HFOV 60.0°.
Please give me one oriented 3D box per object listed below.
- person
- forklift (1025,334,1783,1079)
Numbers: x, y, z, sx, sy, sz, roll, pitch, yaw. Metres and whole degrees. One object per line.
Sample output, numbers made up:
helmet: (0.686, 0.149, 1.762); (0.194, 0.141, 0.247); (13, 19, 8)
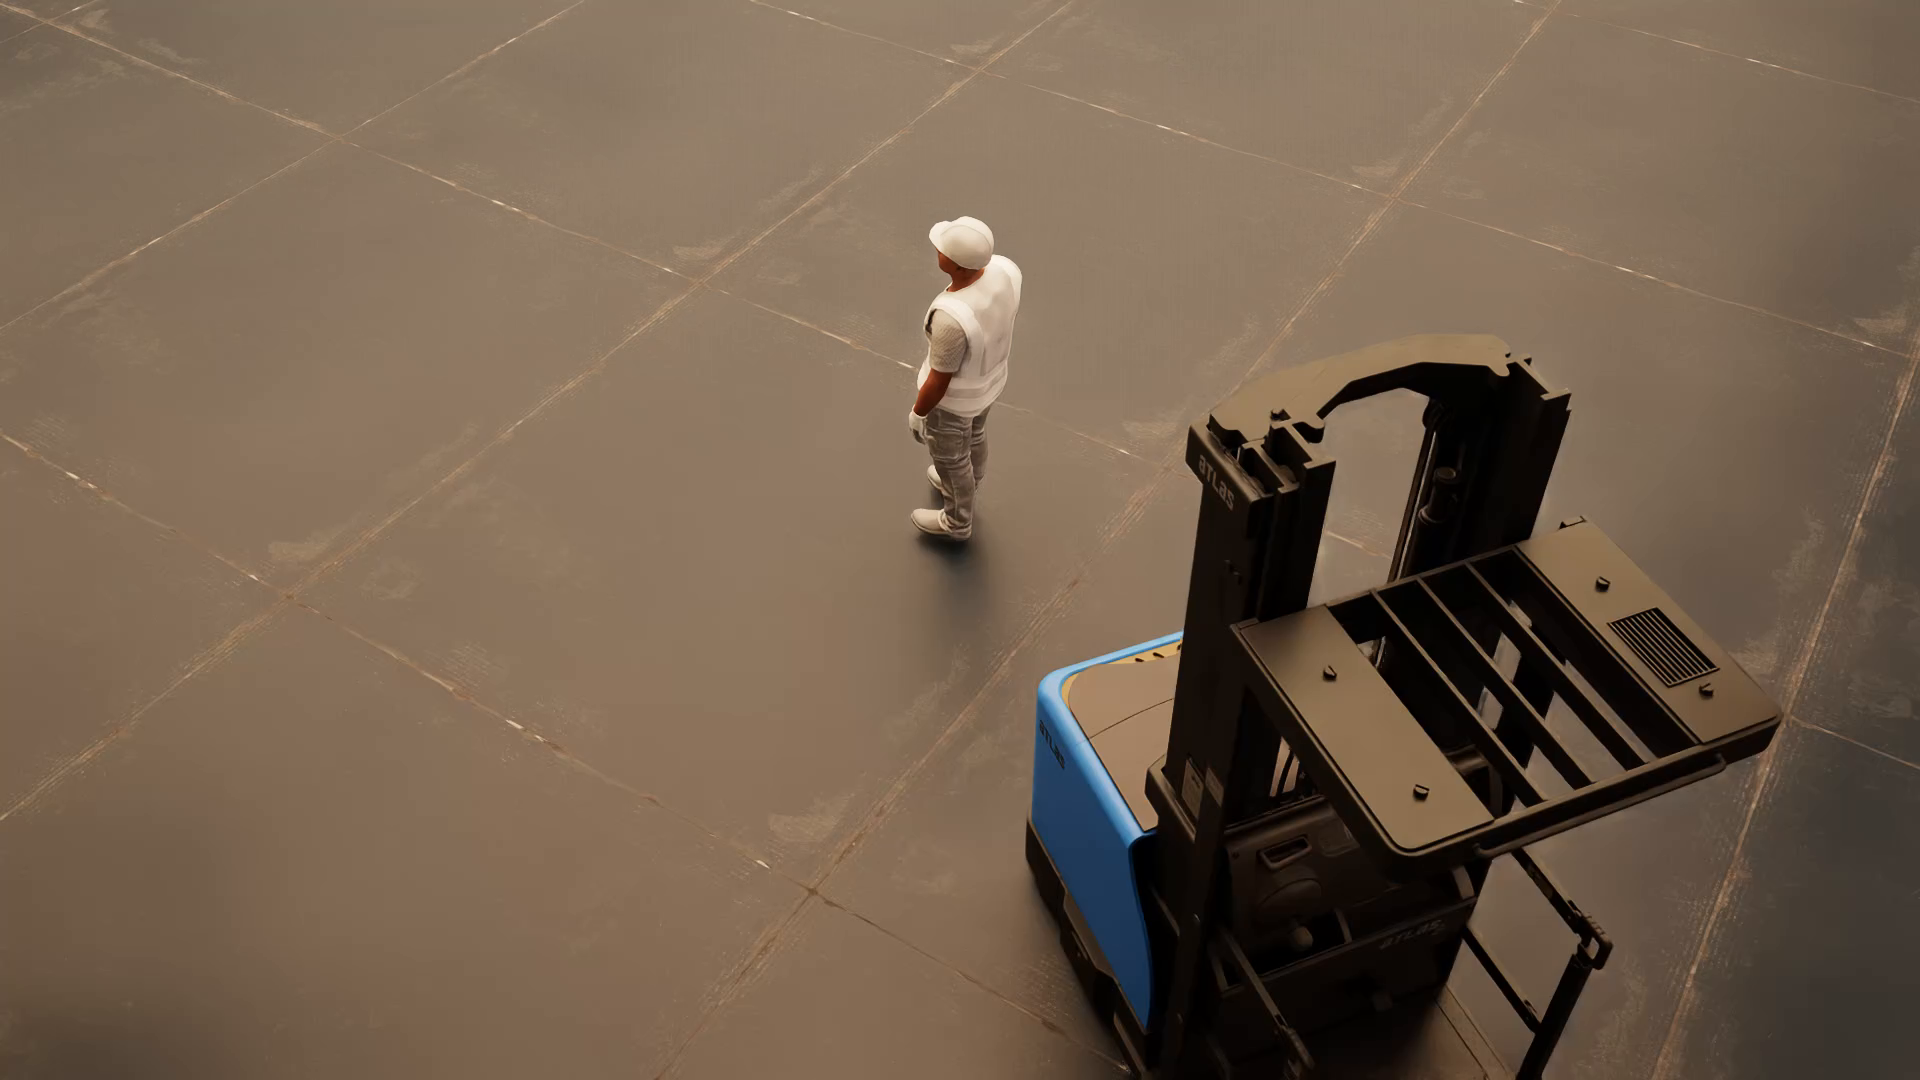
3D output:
person: (-0.057, -0.713, 7.366); (0.575, 1.784, 0.656); (24, 48, 23)
forklift: (1.287, 1.011, 4.783); (1.130, 2.935, 3.031); (-16, 46, -16)
